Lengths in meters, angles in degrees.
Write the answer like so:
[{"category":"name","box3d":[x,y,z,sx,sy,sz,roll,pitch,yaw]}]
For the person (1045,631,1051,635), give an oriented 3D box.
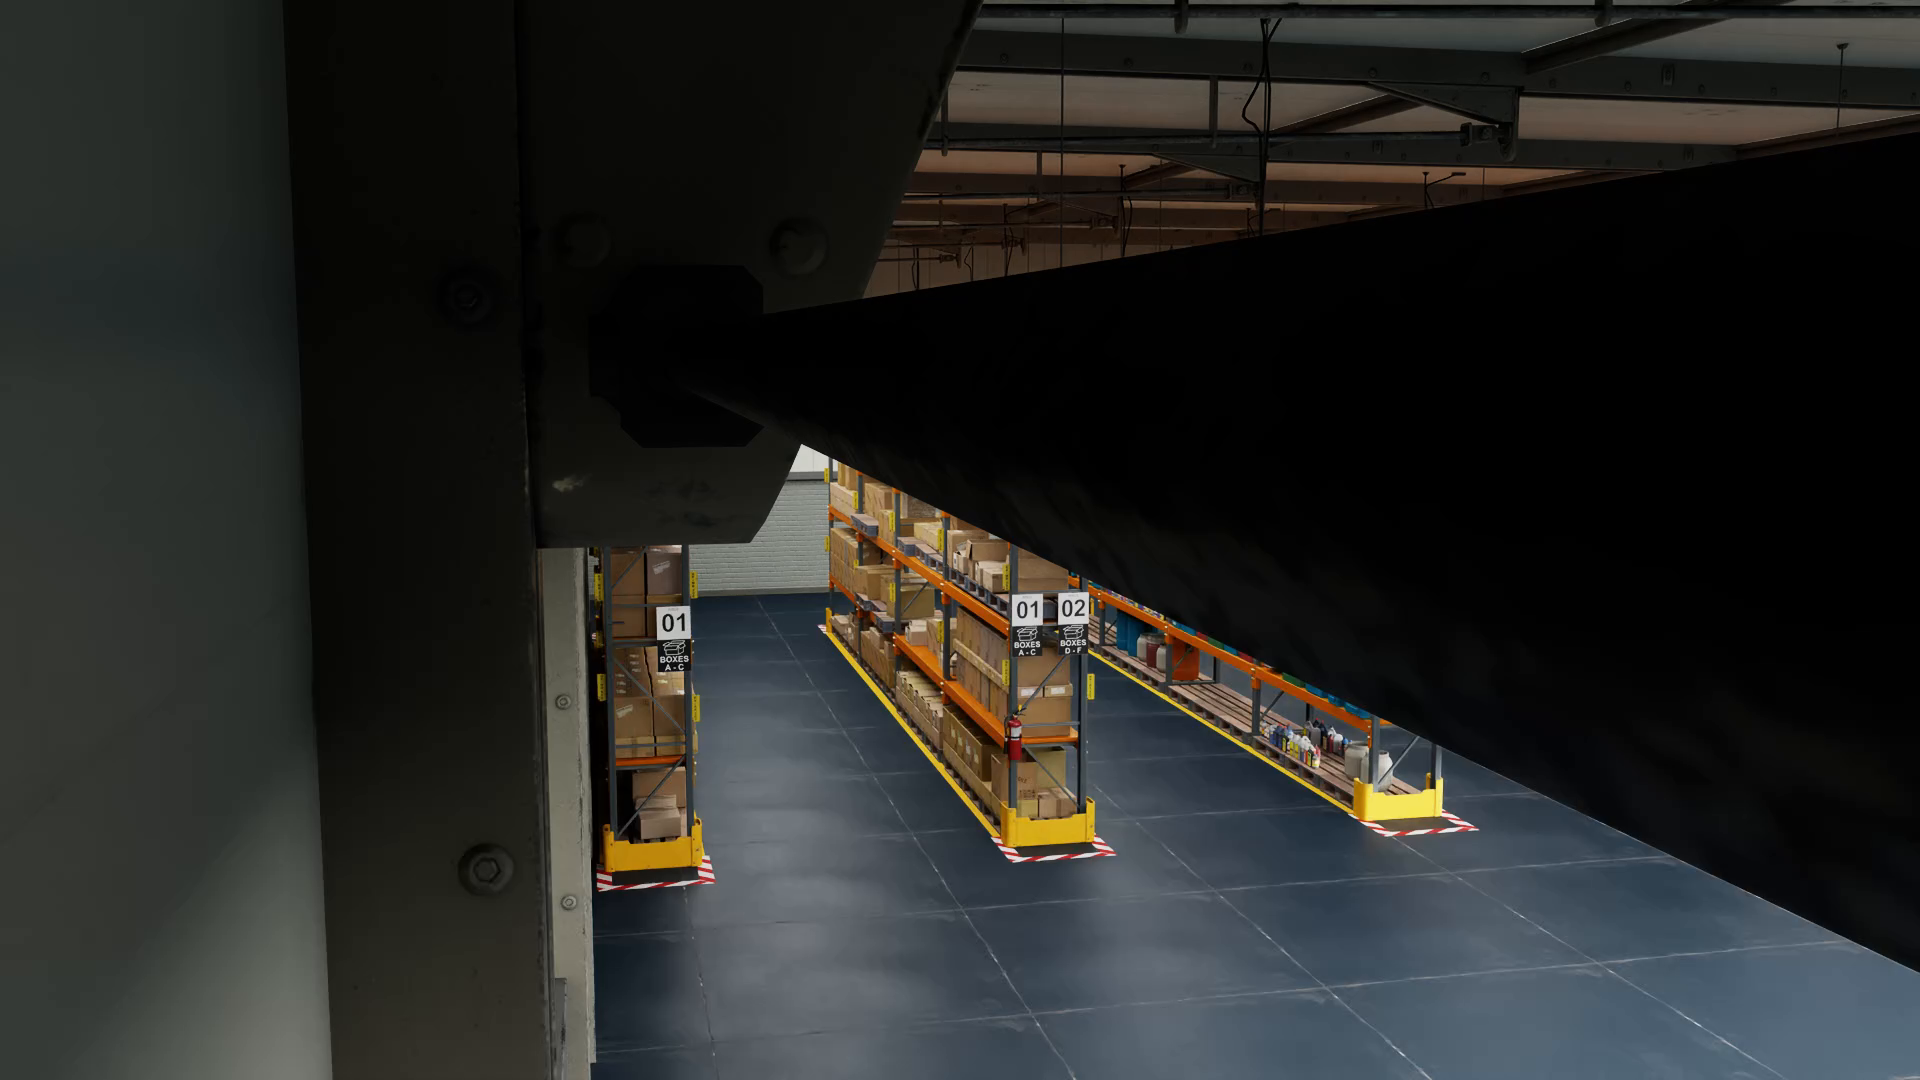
[{"category":"person","box3d":[1.387,1.912,30.048,0.641,1.792,0.887,-2,7,-14]}]
